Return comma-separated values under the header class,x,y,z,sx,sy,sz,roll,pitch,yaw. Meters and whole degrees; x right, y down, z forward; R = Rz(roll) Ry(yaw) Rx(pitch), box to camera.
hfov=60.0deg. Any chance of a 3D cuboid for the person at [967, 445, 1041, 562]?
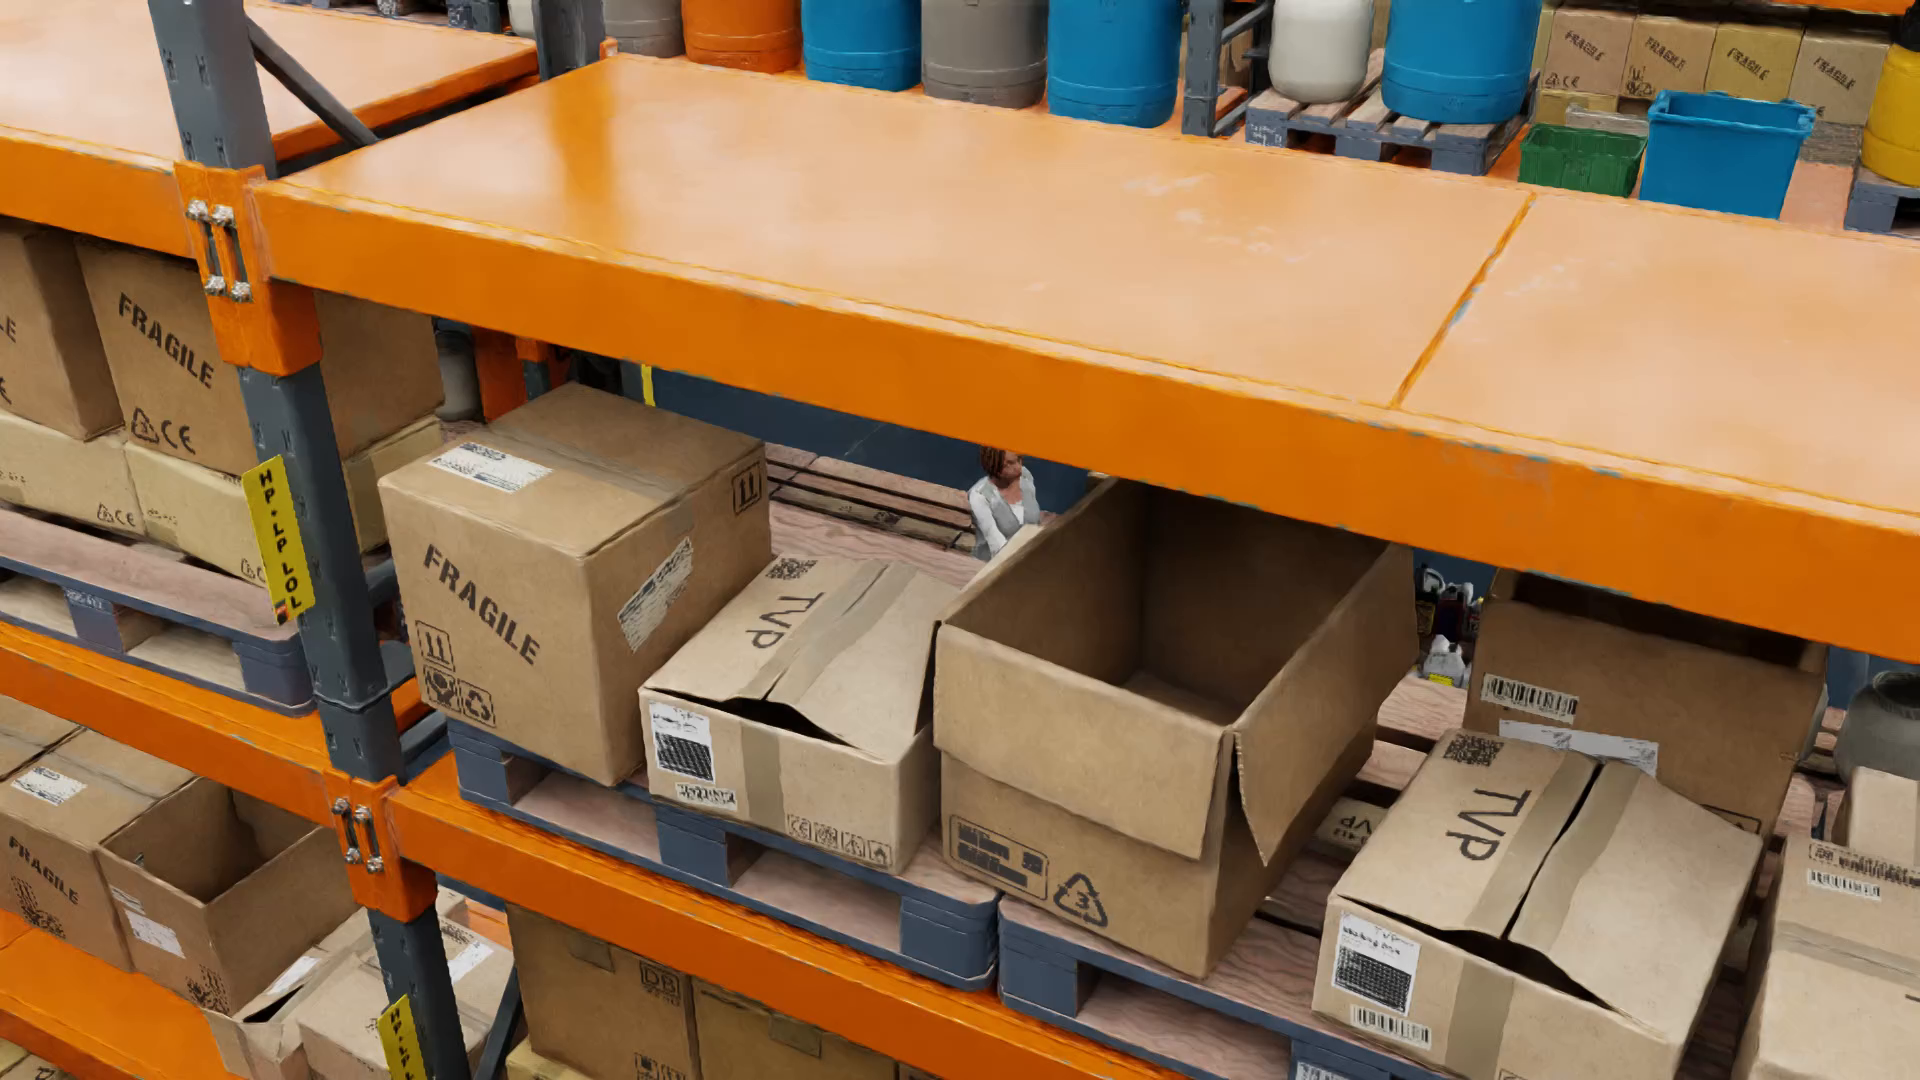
class,x,y,z,sx,sy,sz,roll,pitch,yaw
person,0.273,0.171,7.985,0.474,1.537,0.919,-15,34,-23
